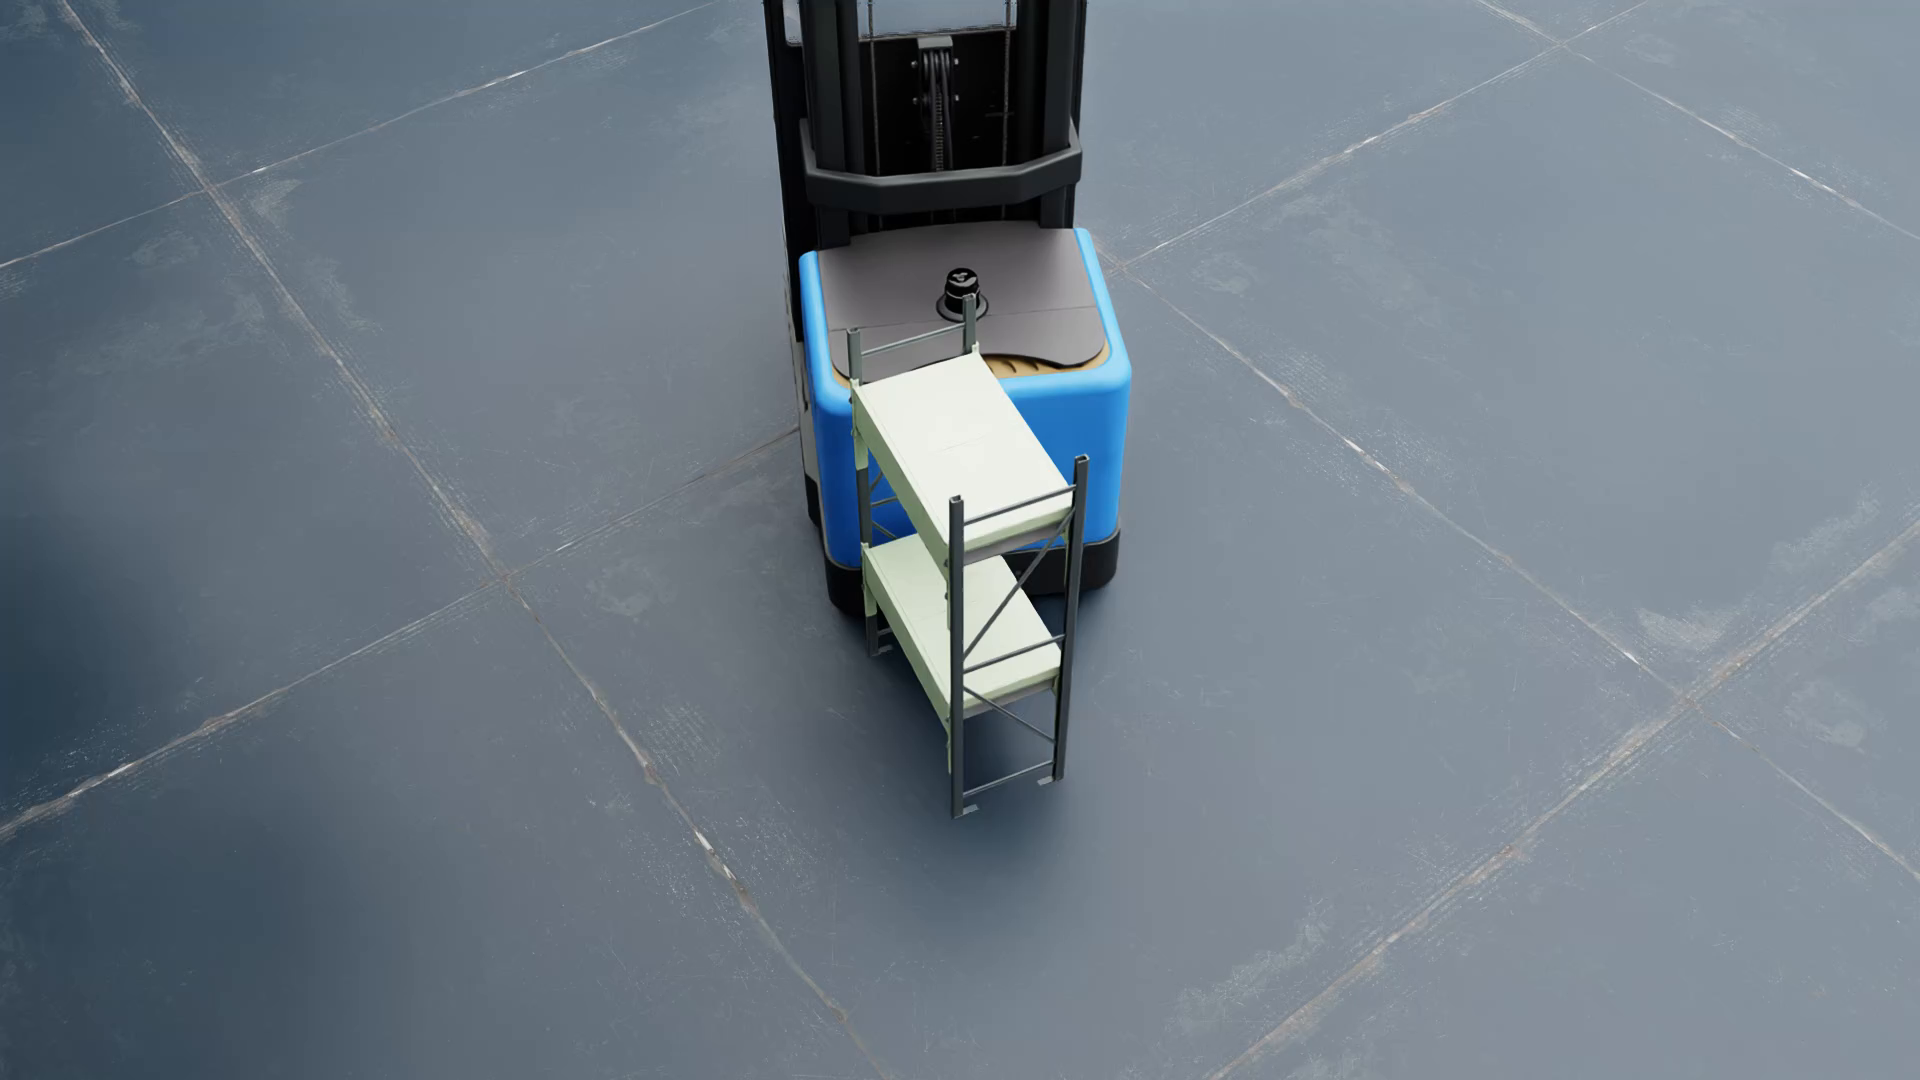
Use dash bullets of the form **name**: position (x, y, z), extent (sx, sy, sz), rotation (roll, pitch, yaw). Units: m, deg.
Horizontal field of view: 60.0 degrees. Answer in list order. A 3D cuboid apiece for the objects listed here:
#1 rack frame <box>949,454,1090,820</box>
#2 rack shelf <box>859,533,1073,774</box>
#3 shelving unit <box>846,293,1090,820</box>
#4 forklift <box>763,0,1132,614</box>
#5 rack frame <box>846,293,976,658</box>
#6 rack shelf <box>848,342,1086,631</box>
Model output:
- **rack frame**: position (0.158, 0.341, 4.928), extent (0.400, 1.500, 0.023), rotation (-18, 50, -16)
- **rack shelf**: position (0.009, 0.313, 5.394), extent (0.431, 0.370, 0.720), rotation (-18, 50, -16)
- **shelving unit**: position (0.009, 0.094, 5.153), extent (0.431, 1.500, 0.755), rotation (-18, 50, -16)
- **forklift**: position (-0.150, -1.827, 5.928), extent (1.130, 2.935, 3.031), rotation (-6, 48, -5)
- **rack frame**: position (-0.139, -0.154, 5.378), extent (0.400, 1.500, 0.023), rotation (-18, 50, -16)
- **rack shelf**: position (0.009, -0.169, 4.864), extent (0.431, 0.370, 0.720), rotation (-18, 50, -16)
